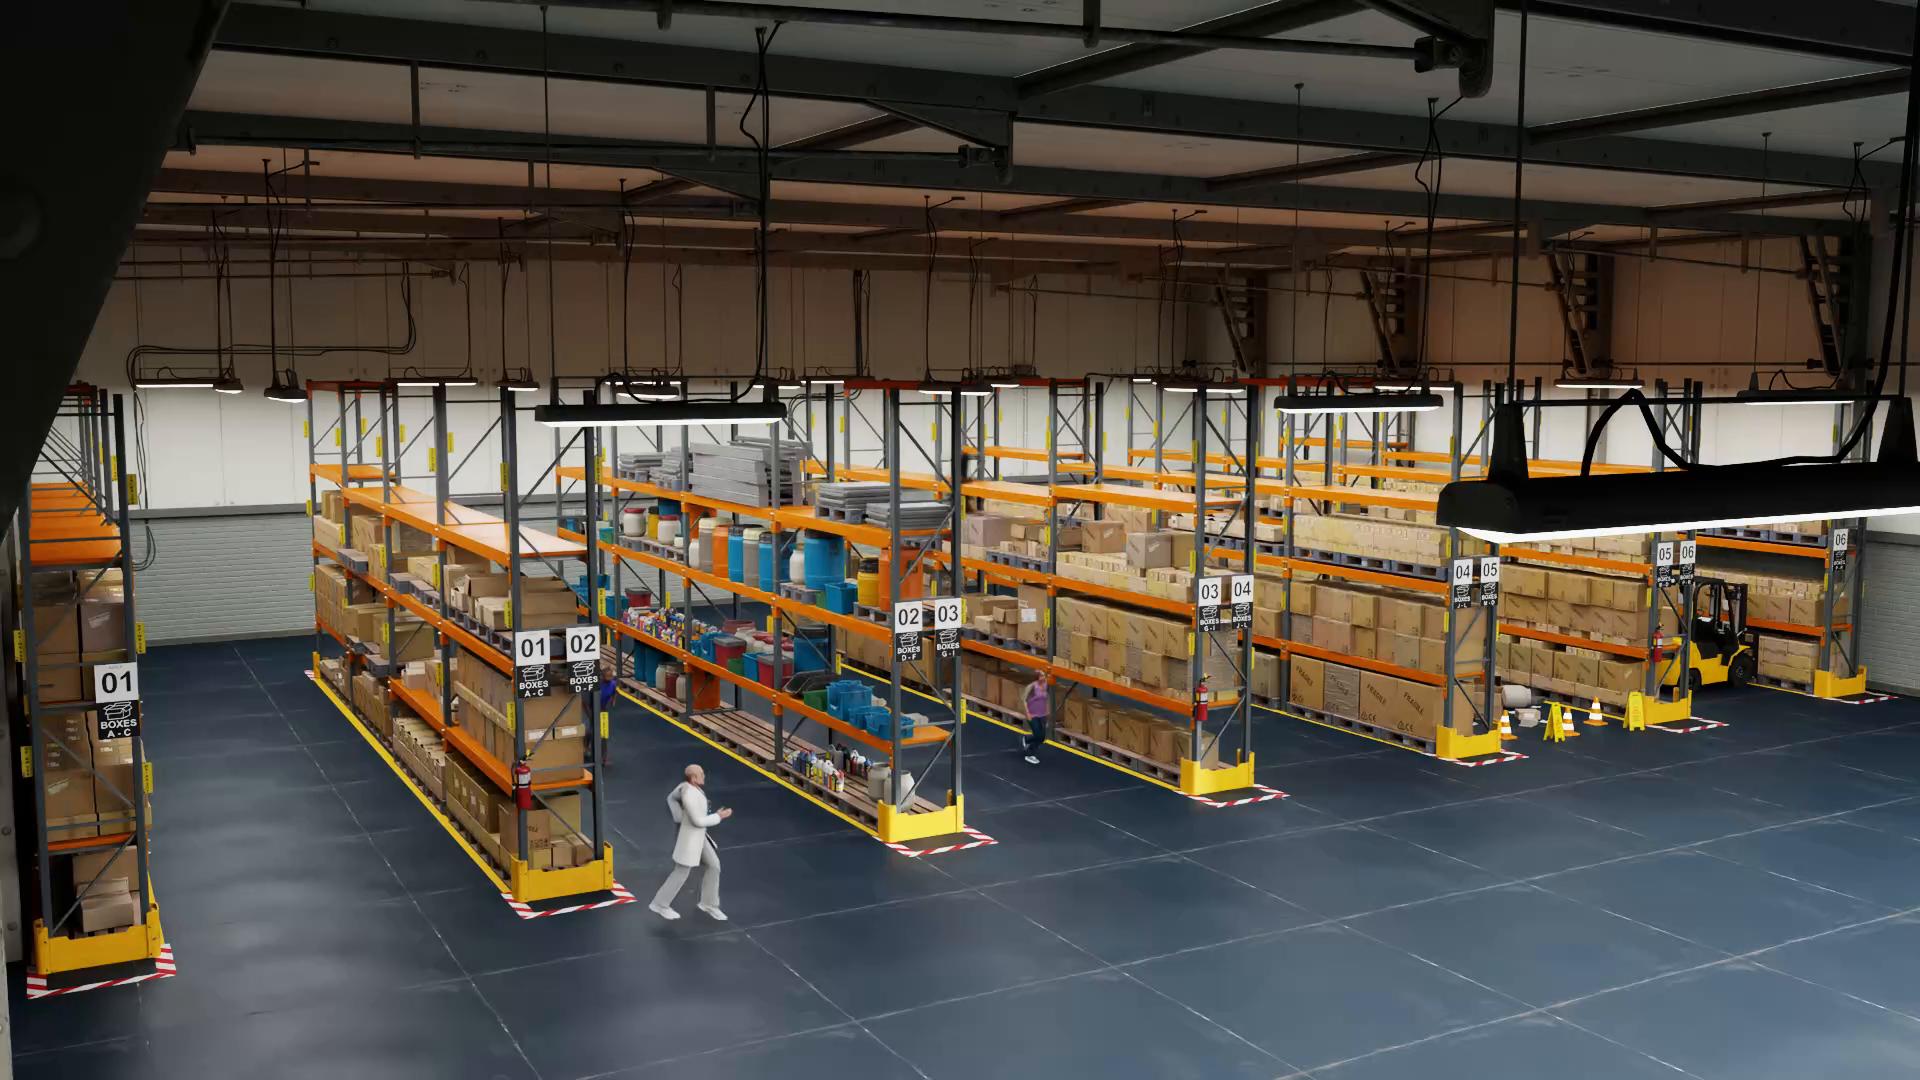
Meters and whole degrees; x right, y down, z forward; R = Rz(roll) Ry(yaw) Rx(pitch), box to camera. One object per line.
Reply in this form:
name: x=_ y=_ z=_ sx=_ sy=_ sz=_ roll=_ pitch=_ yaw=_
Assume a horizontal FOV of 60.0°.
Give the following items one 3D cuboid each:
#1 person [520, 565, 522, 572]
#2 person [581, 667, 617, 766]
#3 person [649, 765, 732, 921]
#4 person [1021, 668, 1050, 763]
person: x=-10.165 y=1.416 z=38.046 sx=0.873 sy=1.840 sz=0.643 roll=-1 pitch=6 yaw=-13
person: x=-5.810 y=2.771 z=26.440 sx=0.624 sy=1.620 sz=0.953 roll=-5 pitch=8 yaw=-41
person: x=-3.053 y=3.454 z=18.813 sx=0.948 sy=1.827 sz=0.656 roll=0 pitch=6 yaw=0
person: x=1.176 y=2.775 z=26.363 sx=0.548 sy=1.534 sz=0.512 roll=-4 pitch=8 yaw=-36
